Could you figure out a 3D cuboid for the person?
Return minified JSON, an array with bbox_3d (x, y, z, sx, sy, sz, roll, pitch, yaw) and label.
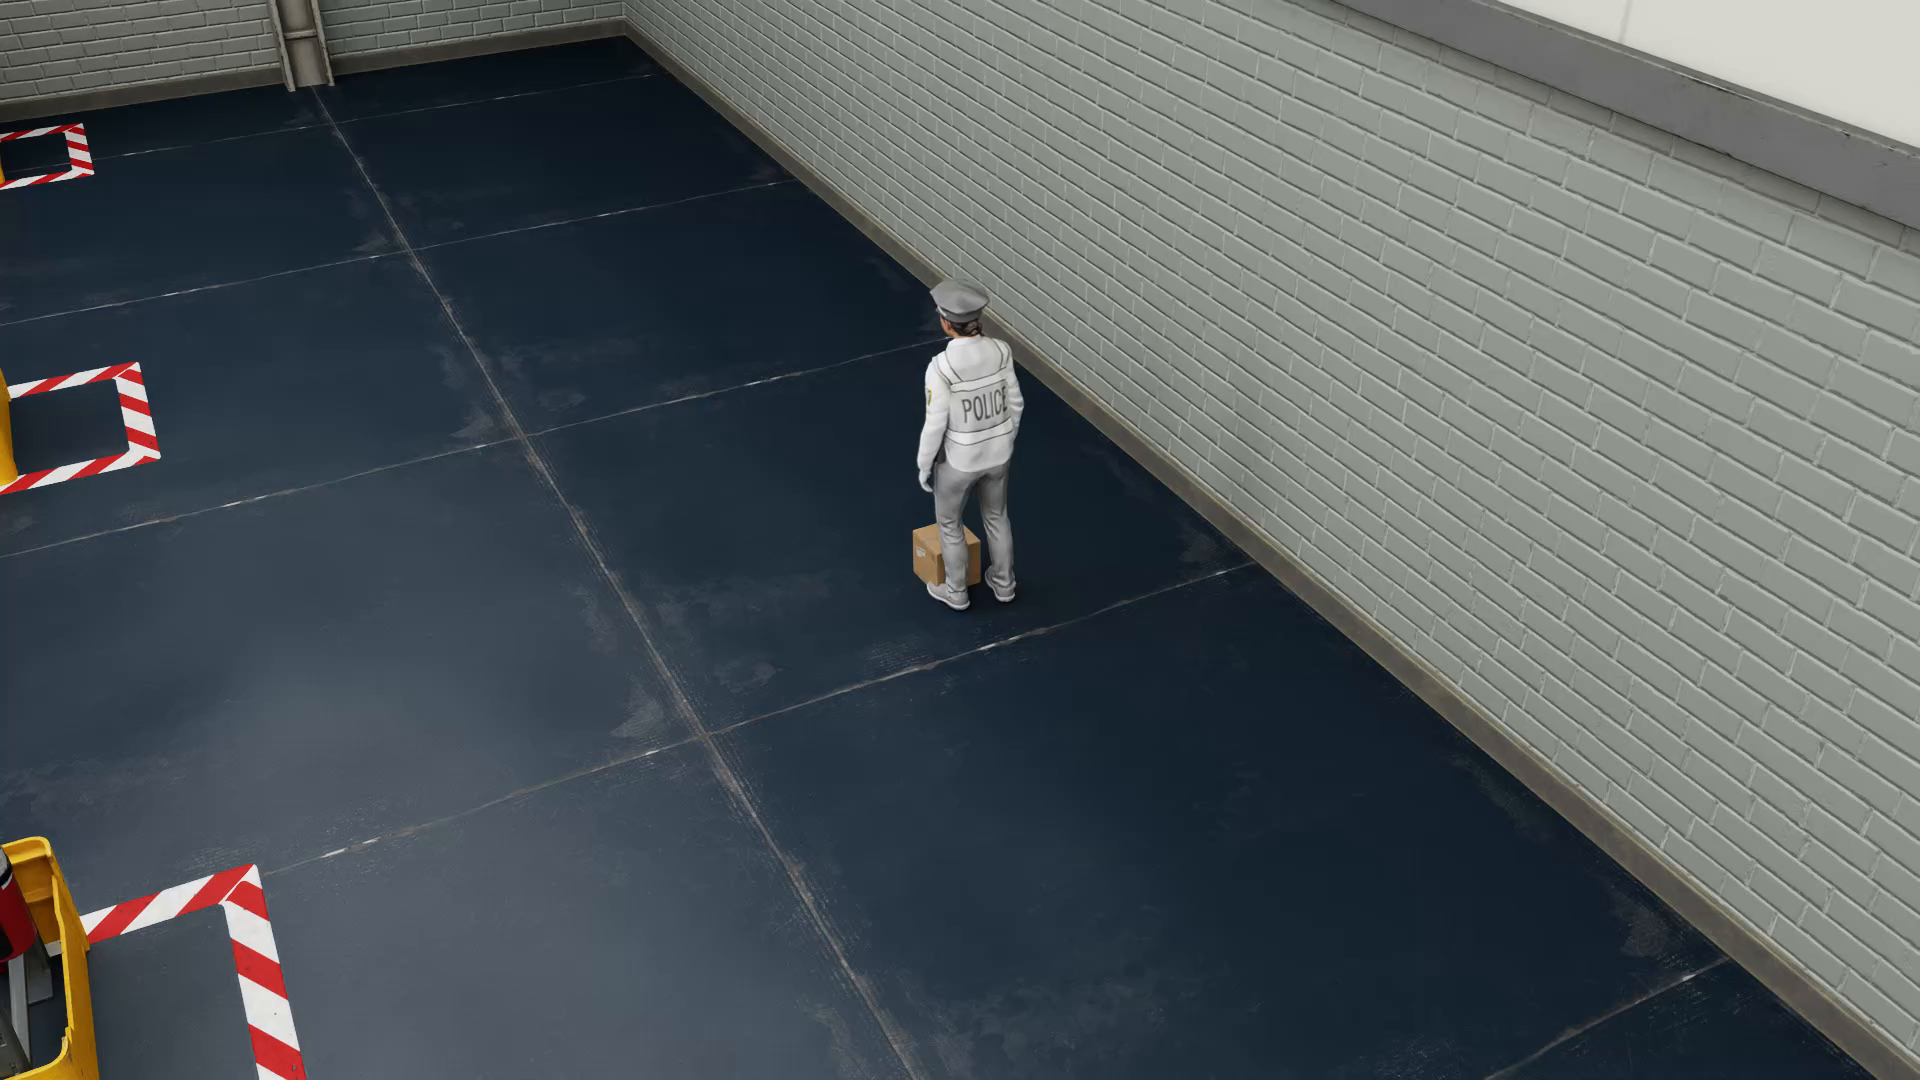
[{"bbox_3d":[0.035,-0.402,7.748,0.547,1.666,0.411,-18,37,-26],"label":"person"}]
